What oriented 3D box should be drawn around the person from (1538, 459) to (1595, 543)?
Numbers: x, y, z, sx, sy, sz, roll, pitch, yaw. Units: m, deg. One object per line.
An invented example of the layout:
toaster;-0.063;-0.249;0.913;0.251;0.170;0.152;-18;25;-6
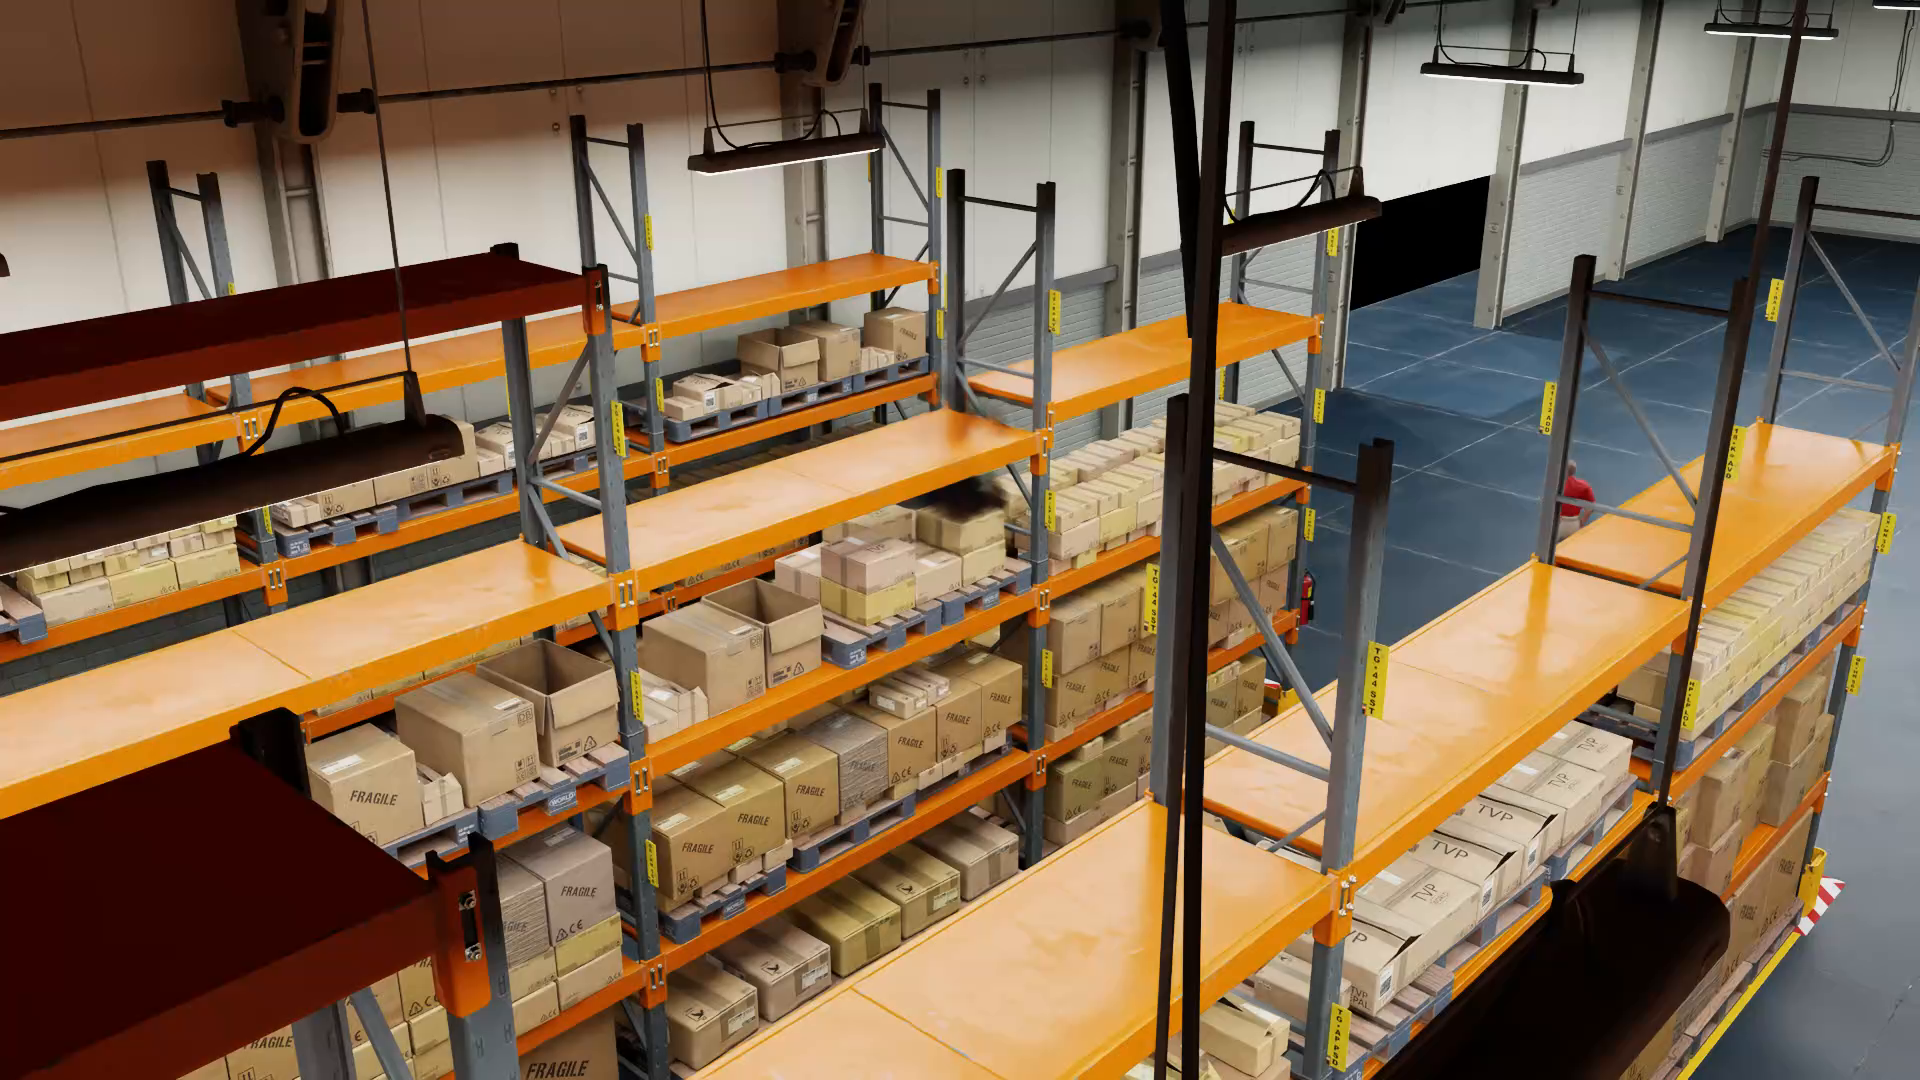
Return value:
person;7.310;-0.172;20.175;0.667;1.666;0.633;2;21;4
